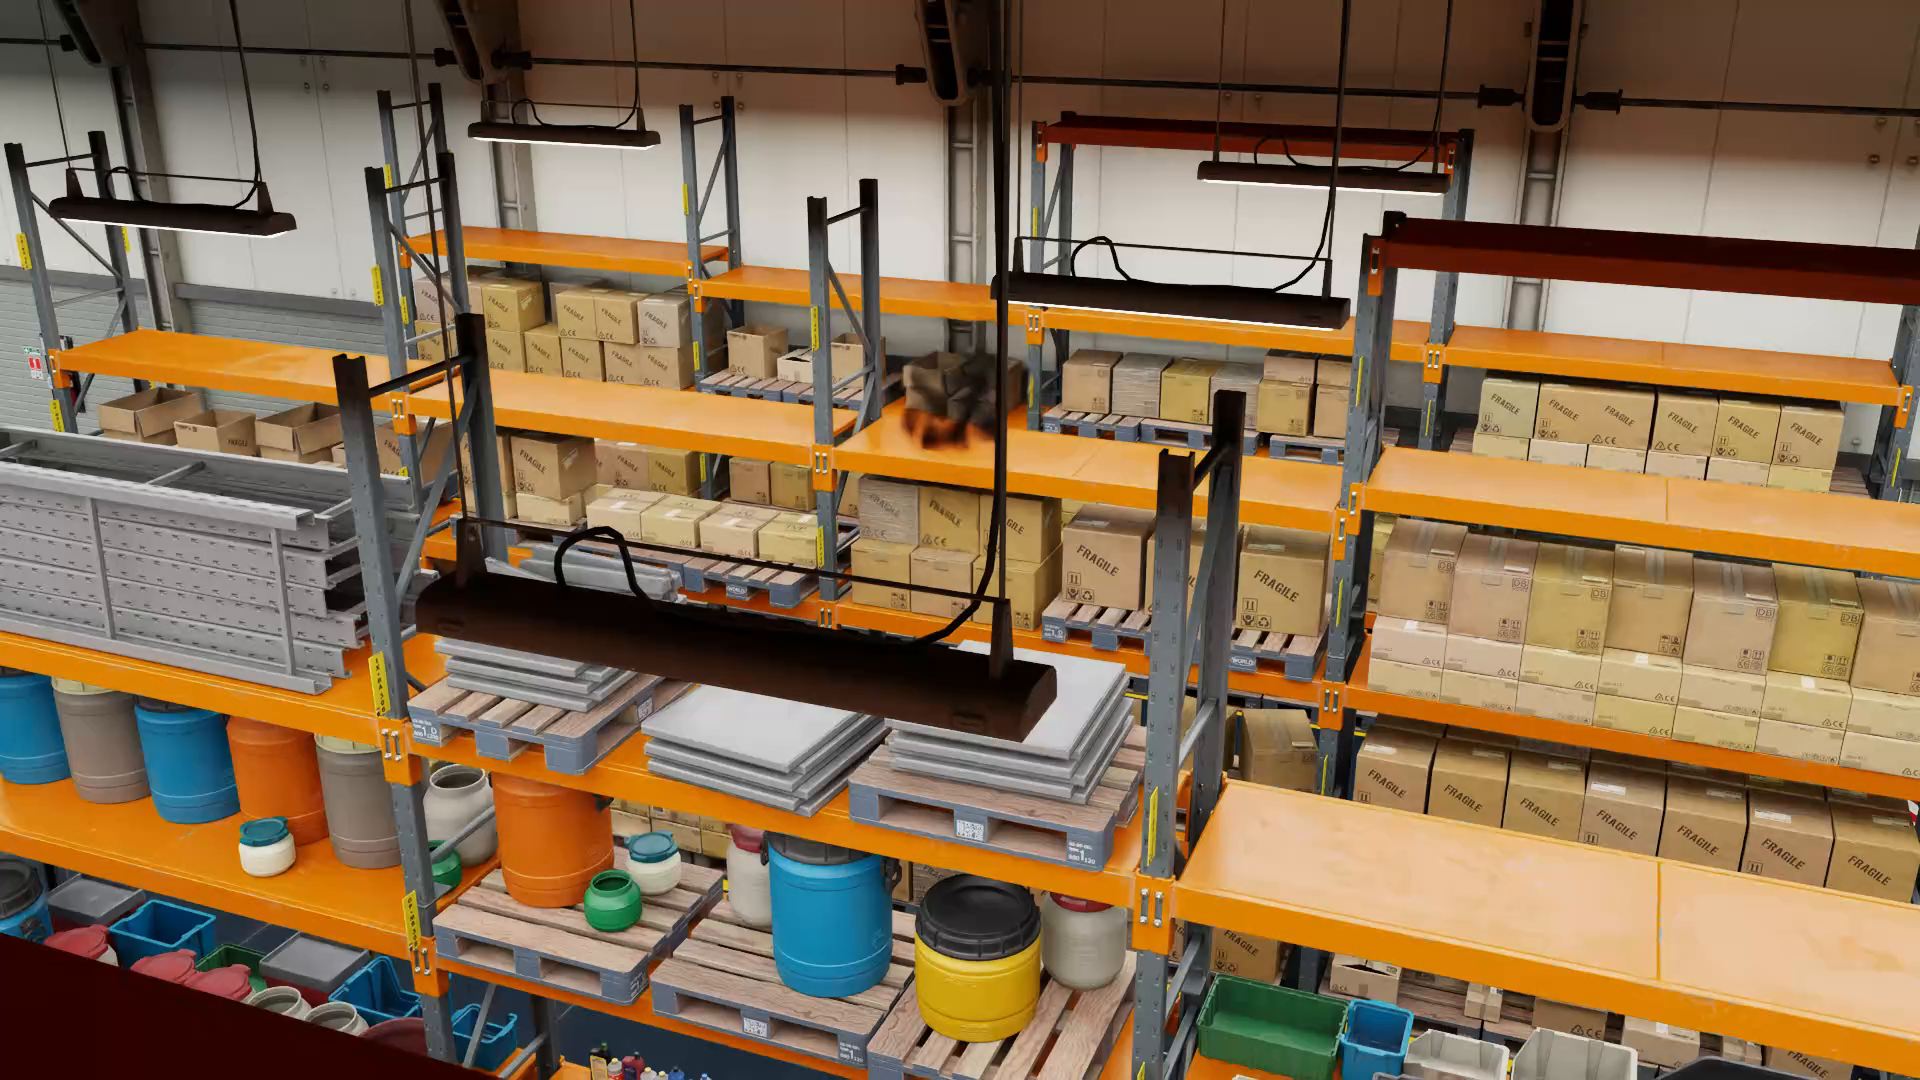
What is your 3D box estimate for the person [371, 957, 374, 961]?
[{"bbox_3d":[-4.594,2.858,12.329,0.910,1.819,0.690,5,21,14],"label":"person"}]
